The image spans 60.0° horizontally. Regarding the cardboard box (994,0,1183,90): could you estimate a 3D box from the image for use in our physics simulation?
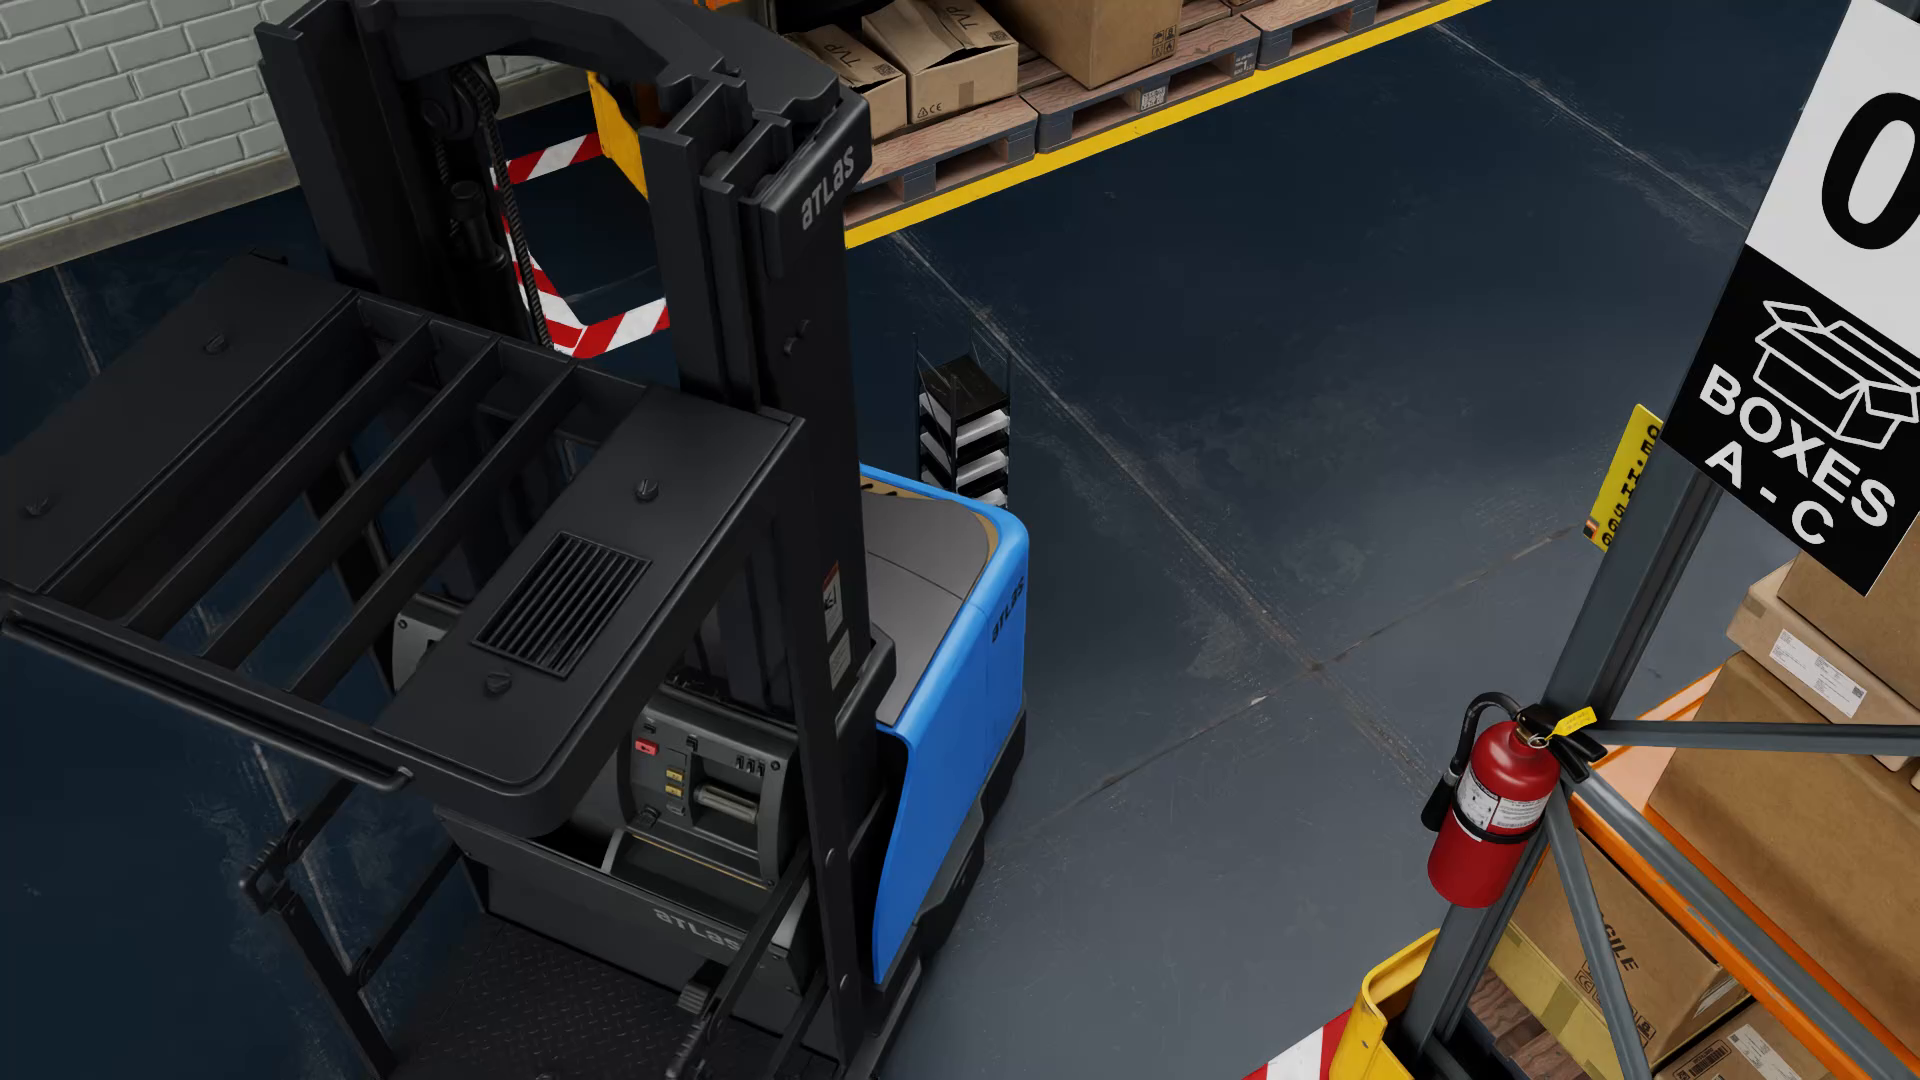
[{"bbox_3d":[0.559,-2.427,7.282,0.500,0.500,0.700,-28,54,-23],"label":"cardboard box"}]

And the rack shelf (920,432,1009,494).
[{"bbox_3d":[0.007,-0.280,5.442,0.200,0.077,0.258,-25,53,-21],"label":"rack shelf"}]

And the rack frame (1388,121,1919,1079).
[{"bbox_3d":[1.443,0.722,3.098,0.127,3.000,1.000,-25,53,-21],"label":"rack frame"}]

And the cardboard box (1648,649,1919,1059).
[{"bbox_3d":[1.844,0.511,3.220,0.500,0.500,0.700,-25,53,-21],"label":"cardboard box"}]

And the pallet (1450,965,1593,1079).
[{"bbox_3d":[2.067,1.318,4.435,1.213,0.211,1.003,-25,53,-21],"label":"pallet"}]

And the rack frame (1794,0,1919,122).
[{"bbox_3d":[1.443,-1.273,0.858,0.127,3.000,1.000,-25,53,-21],"label":"rack frame"}]

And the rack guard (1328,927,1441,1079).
[{"bbox_3d":[1.422,1.563,4.023,0.348,0.500,1.175,-25,53,-21],"label":"rack guard"}]

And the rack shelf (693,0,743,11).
[{"bbox_3d":[0.488,-2.963,6.862,4.000,0.370,1.077,-25,53,-21],"label":"rack shelf"}]

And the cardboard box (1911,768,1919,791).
[{"bbox_3d":[1.889,0.453,2.837,0.250,0.149,0.380,-26,53,-21],"label":"cardboard box"}]

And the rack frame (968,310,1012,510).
[{"bbox_3d":[0.093,-0.343,5.453,0.006,0.900,0.240,-25,53,-21],"label":"rack frame"}]

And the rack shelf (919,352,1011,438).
[{"bbox_3d":[0.007,-0.460,5.240,0.200,0.077,0.258,-25,53,-21],"label":"rack shelf"}]

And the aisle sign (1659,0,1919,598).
[{"bbox_3d":[1.230,-0.302,2.269,0.004,0.787,0.394,-25,53,-21],"label":"aisle sign"}]

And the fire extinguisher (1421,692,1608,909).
[{"bbox_3d":[1.095,0.501,3.347,0.183,0.674,0.296,-25,53,-21],"label":"fire extinguisher"}]

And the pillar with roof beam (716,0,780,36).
[{"bbox_3d":[1.224,-2.507,1.957,0.400,9.000,9.100,-25,53,-21],"label":"pillar with roof beam"}]

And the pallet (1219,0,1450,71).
[{"bbox_3d":[1.630,-2.782,8.086,1.213,0.211,1.003,-25,53,-21],"label":"pallet"}]

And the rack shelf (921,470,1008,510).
[{"bbox_3d":[0.007,-0.161,5.576,0.200,0.077,0.258,-25,53,-21],"label":"rack shelf"}]

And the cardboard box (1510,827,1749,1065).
[{"bbox_3d":[1.737,0.846,4.046,0.500,0.500,0.500,-25,53,-21],"label":"cardboard box"}]

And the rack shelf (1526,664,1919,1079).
[{"bbox_3d":[3.134,0.164,4.077,4.000,0.370,1.077,-25,53,-21],"label":"rack shelf"}]

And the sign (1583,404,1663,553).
[{"bbox_3d":[1.165,-0.090,2.888,0.005,0.325,0.100,-25,53,-21],"label":"sign"}]

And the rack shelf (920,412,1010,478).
[{"bbox_3d":[0.007,-0.340,5.375,0.200,0.077,0.258,-25,53,-21],"label":"rack shelf"}]

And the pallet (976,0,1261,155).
[{"bbox_3d":[0.597,-2.293,7.650,1.213,0.211,1.003,-25,53,-21],"label":"pallet"}]

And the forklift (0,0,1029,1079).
[{"bbox_3d":[-0.857,0.541,3.305,1.130,2.935,3.031,18,51,15],"label":"forklift"}]

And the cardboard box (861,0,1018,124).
[{"bbox_3d":[-0.088,-2.103,7.120,0.500,0.311,0.500,-21,52,-18],"label":"cardboard box"}]

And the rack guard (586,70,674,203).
[{"bbox_3d":[-1.139,-1.604,6.844,0.348,0.500,1.175,-25,53,-21],"label":"rack guard"}]

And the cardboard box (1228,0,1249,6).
[{"bbox_3d":[1.323,-2.875,7.681,0.500,0.500,0.500,-29,54,-23],"label":"cardboard box"}]

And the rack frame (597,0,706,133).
[{"bbox_3d":[-1.204,-2.405,5.883,0.127,3.000,1.000,-25,53,-21],"label":"rack frame"}]

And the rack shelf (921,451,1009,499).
[{"bbox_3d":[0.007,-0.220,5.509,0.200,0.077,0.258,-25,53,-21],"label":"rack shelf"}]

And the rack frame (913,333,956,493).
[{"bbox_3d":[-0.079,-0.262,5.381,0.006,0.900,0.240,-25,53,-21],"label":"rack frame"}]

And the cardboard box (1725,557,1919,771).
[{"bbox_3d":[1.664,0.200,3.062,0.250,0.149,0.380,-26,53,-21],"label":"cardboard box"}]

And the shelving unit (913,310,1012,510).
[{"bbox_3d":[0.007,-0.303,5.417,0.210,0.900,0.258,-25,53,-21],"label":"shelving unit"}]

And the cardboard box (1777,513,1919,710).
[{"bbox_3d":[1.889,0.058,2.754,0.500,0.500,0.700,-25,53,-21],"label":"cardboard box"}]

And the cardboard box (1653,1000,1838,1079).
[{"bbox_3d":[2.015,1.424,4.034,0.500,0.250,0.500,-25,53,-21],"label":"cardboard box"}]

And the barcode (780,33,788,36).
[{"bbox_3d":[-0.769,-2.139,7.146,0.075,0.075,0.001,-25,53,-21],"label":"barcode"}]

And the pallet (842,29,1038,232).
[{"bbox_3d":[-0.433,-1.810,7.220,1.213,0.211,1.003,-25,53,-21],"label":"pallet"}]

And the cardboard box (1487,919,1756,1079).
[{"bbox_3d":[1.739,1.096,4.325,0.500,0.250,0.500,-25,53,-21],"label":"cardboard box"}]

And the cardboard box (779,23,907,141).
[{"bbox_3d":[-0.571,-1.876,6.918,0.500,0.311,0.500,-31,55,-25],"label":"cardboard box"}]

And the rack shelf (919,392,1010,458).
[{"bbox_3d":[0.007,-0.400,5.307,0.200,0.077,0.258,-25,53,-21],"label":"rack shelf"}]
